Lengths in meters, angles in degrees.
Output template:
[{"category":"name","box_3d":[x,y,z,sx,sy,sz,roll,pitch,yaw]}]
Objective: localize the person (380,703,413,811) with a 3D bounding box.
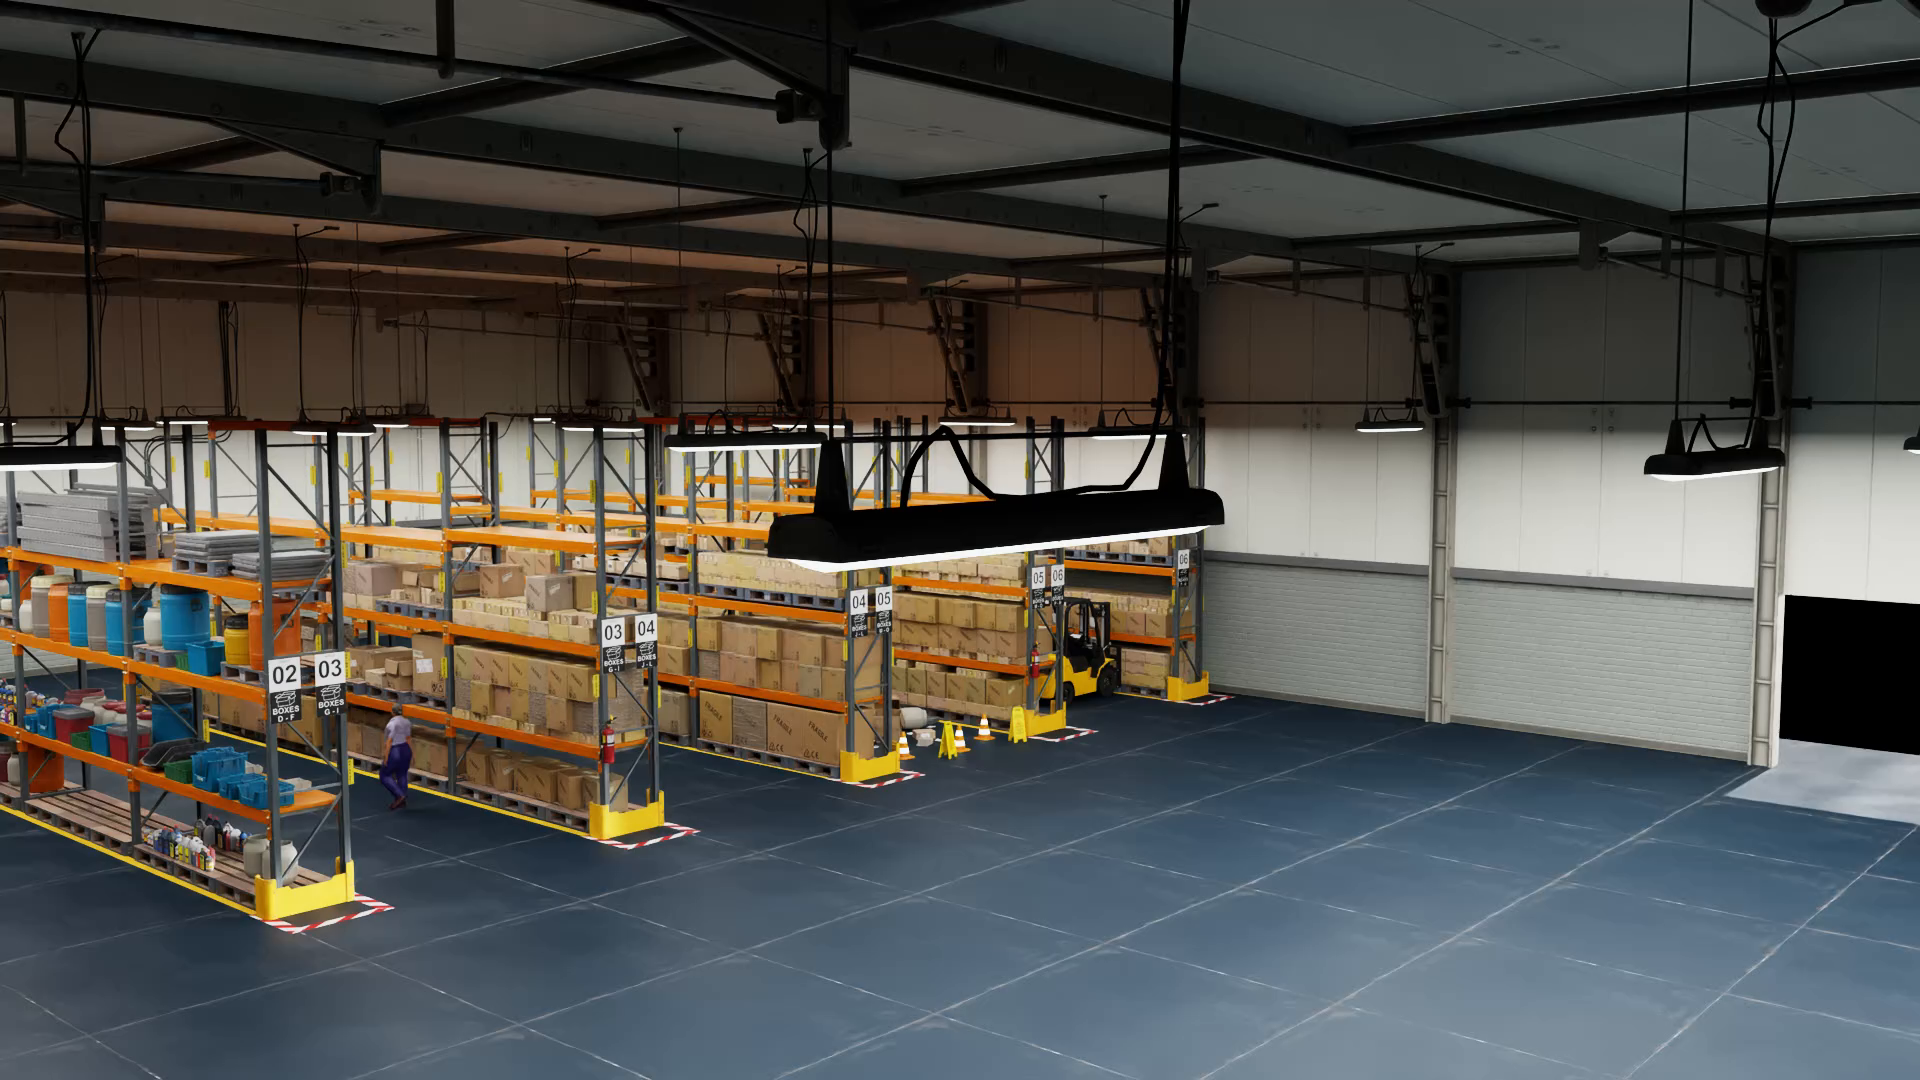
[{"category":"person","box_3d":[-8.734,3.357,25.866,0.460,1.646,0.514,2,5,27]}]

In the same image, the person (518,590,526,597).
[{"category":"person","box_3d":[-11.632,1.867,43.795,0.470,1.626,0.964,1,5,18]}]
